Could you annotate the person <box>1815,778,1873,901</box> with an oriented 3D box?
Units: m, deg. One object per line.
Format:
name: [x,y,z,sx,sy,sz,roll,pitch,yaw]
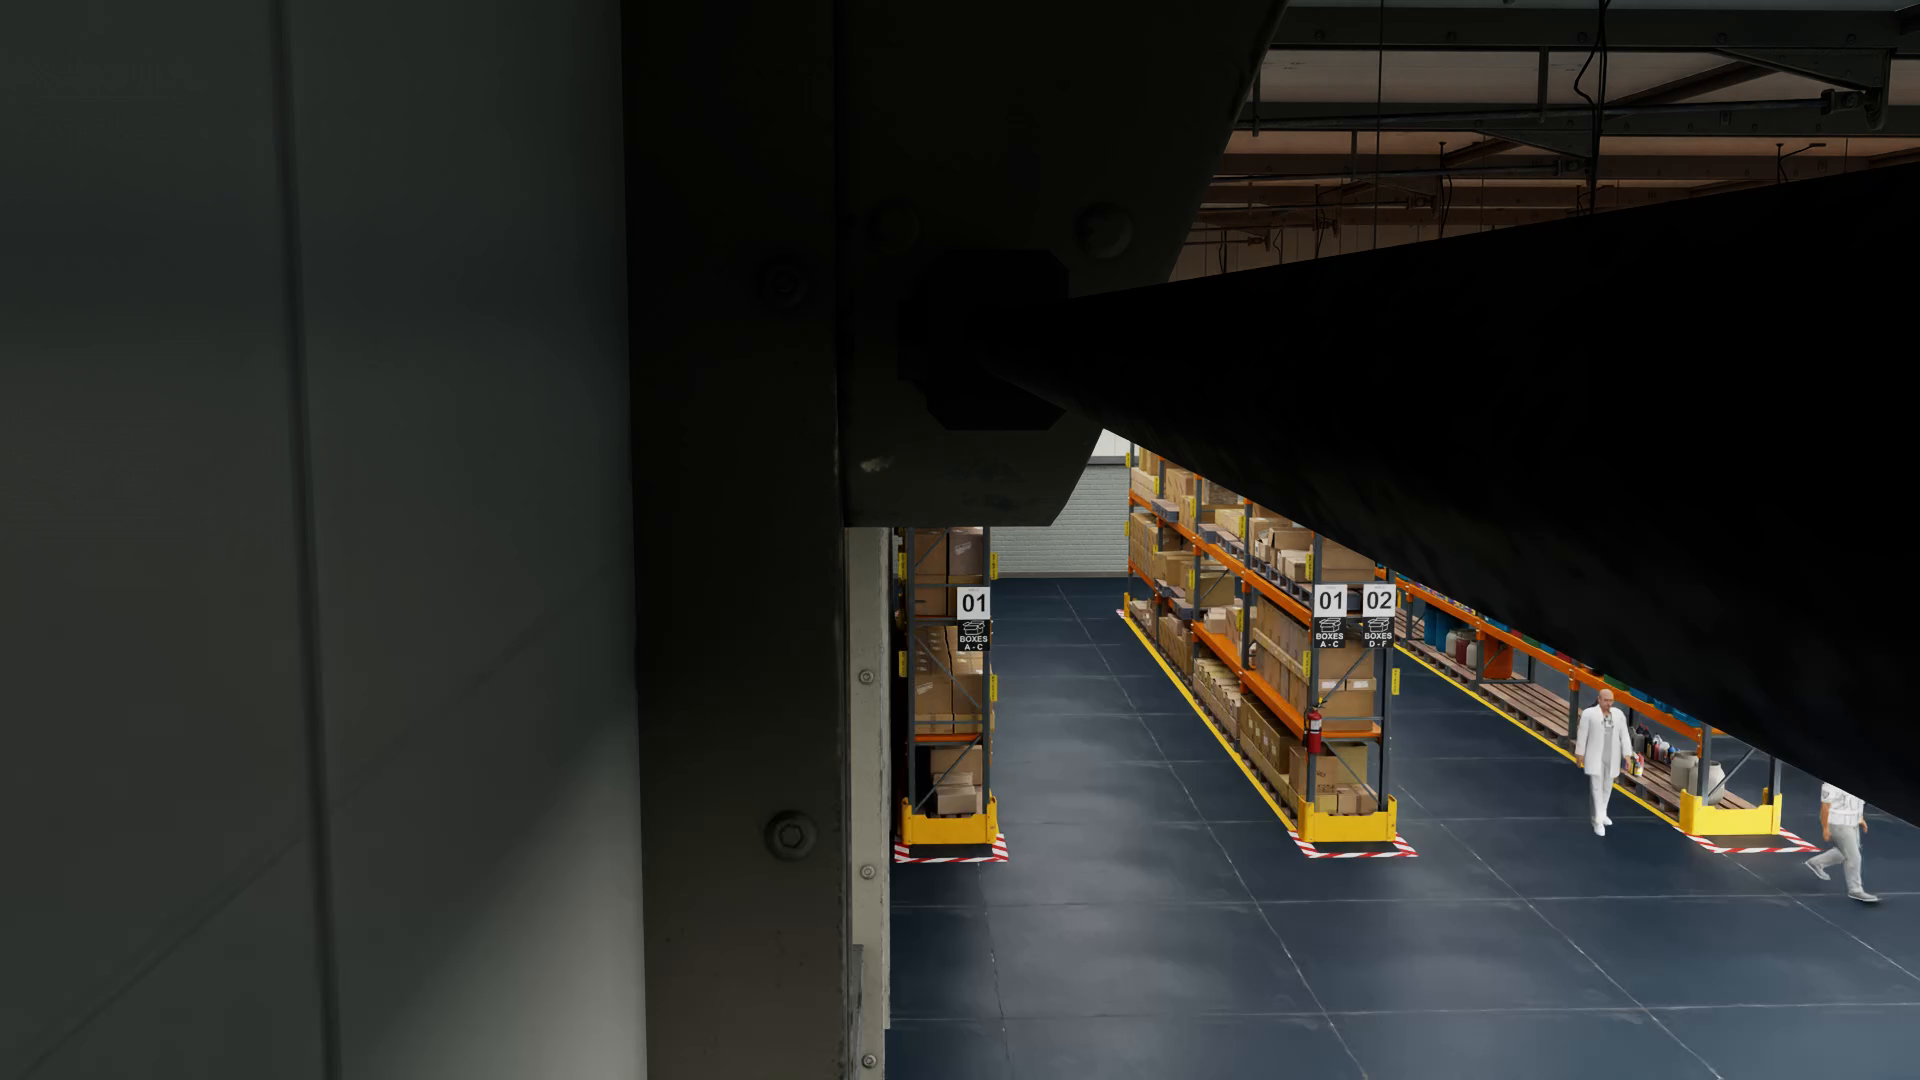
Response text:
person: [9.882,3.148,18.519,0.648,1.671,0.431,0,7,-1]

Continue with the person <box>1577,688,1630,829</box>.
person: [8.162,2.756,21.101,0.638,1.788,0.578,4,8,30]
